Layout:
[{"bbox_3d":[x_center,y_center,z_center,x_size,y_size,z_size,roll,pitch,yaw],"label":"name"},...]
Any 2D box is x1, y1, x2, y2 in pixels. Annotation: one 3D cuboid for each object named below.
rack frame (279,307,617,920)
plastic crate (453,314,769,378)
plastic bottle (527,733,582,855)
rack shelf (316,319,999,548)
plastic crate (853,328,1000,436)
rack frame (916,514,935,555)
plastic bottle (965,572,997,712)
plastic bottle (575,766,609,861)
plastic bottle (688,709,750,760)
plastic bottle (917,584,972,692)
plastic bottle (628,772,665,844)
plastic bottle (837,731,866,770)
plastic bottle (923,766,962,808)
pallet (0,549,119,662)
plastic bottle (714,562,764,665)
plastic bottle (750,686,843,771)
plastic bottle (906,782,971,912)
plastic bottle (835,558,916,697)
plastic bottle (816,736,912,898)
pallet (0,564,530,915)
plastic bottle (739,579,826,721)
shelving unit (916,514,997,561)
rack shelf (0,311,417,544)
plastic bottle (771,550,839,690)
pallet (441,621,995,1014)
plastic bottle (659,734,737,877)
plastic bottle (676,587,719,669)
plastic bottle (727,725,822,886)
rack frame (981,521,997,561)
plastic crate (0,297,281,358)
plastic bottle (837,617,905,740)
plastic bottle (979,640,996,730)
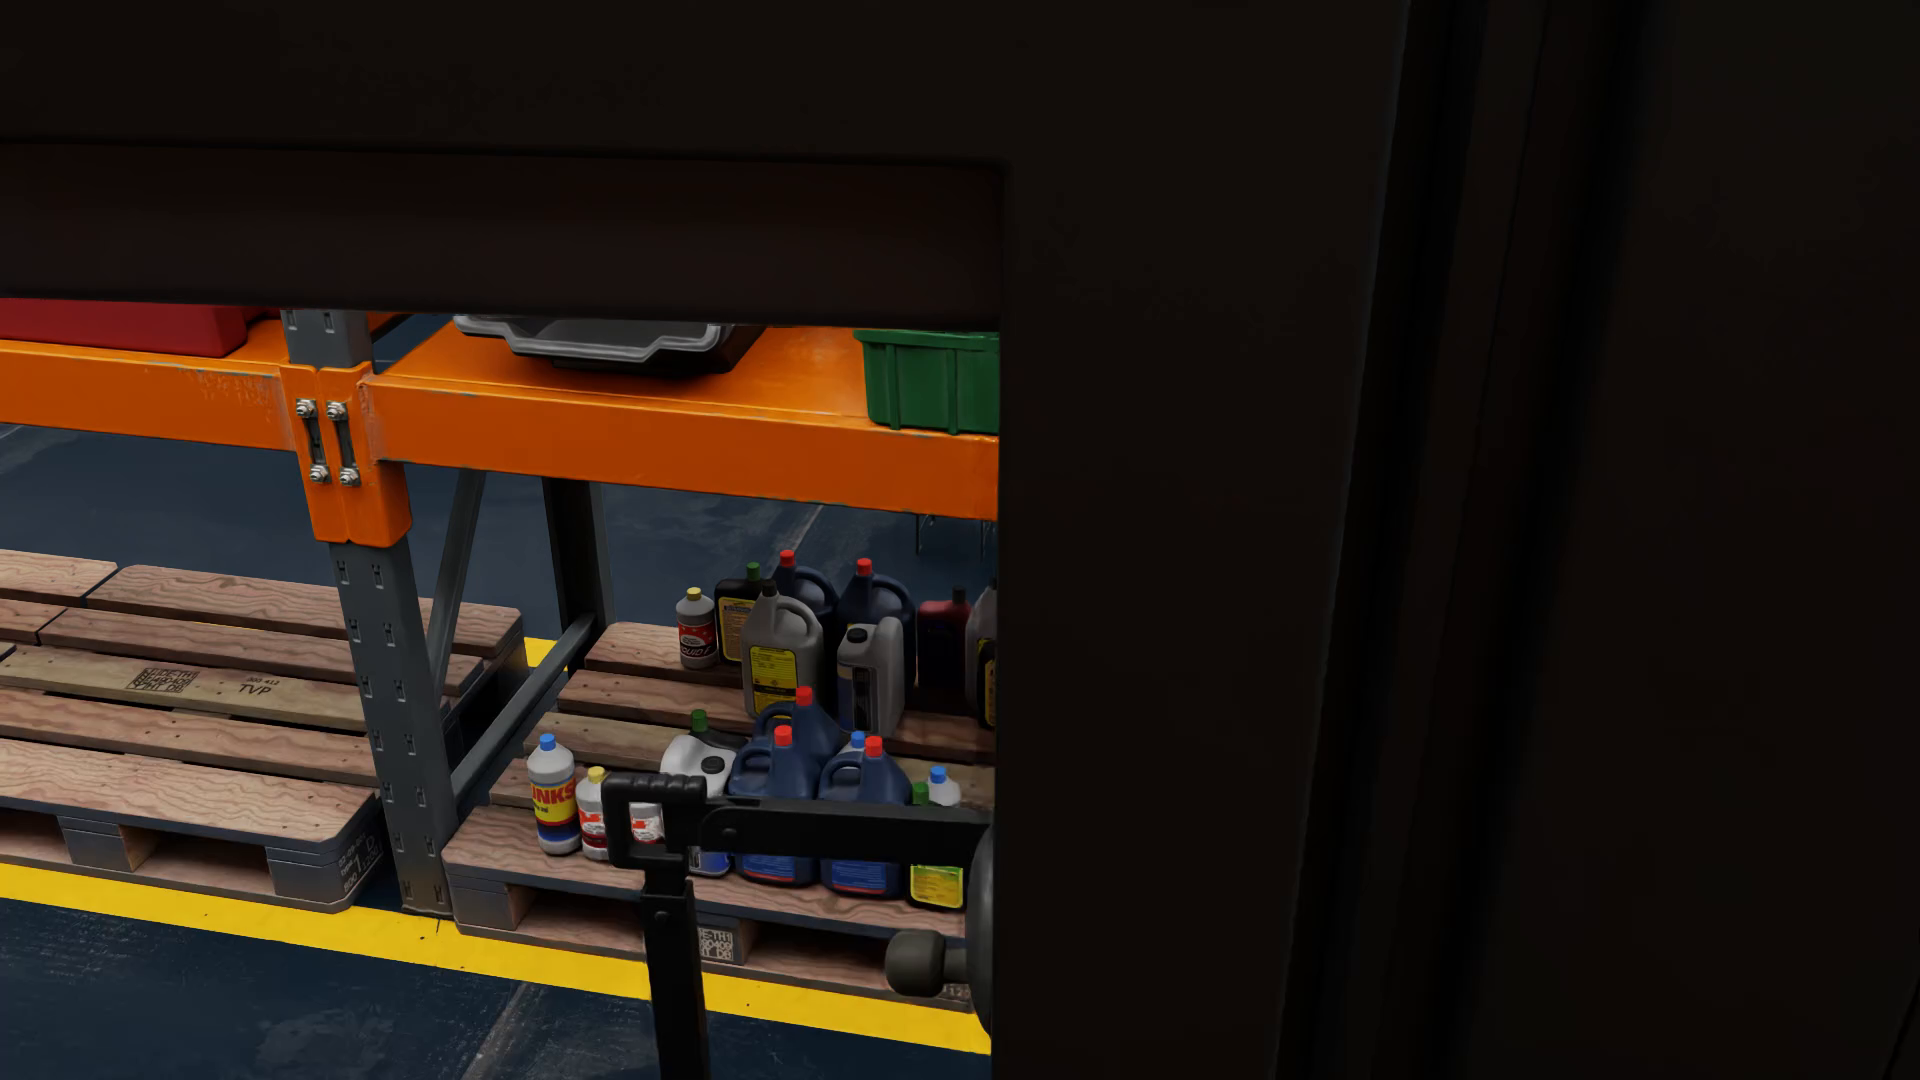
[{"bbox_3d":[-1.083,-0.710,3.423,0.127,3.000,1.000,6,29,11],"label":"rack frame"},{"bbox_3d":[-0.598,-0.571,3.233,0.504,0.338,0.767,6,29,11],"label":"plastic crate"},{"bbox_3d":[-0.863,0.532,3.538,0.097,0.271,0.097,0,29,0],"label":"plastic bottle"},{"bbox_3d":[0.873,-0.194,3.230,4.000,0.370,1.077,6,29,11],"label":"rack shelf"},{"bbox_3d":[0.186,-0.348,2.983,0.662,0.188,0.450,6,29,11],"label":"plastic crate"},{"bbox_3d":[-0.107,-0.406,5.054,0.006,0.900,0.240,6,29,11],"label":"rack frame"},{"bbox_3d":[0.110,0.240,3.989,0.185,0.351,0.144,6,29,10],"label":"plastic bottle"},{"bbox_3d":[-0.764,0.572,3.537,0.097,0.201,0.097,0,29,0],"label":"plastic bottle"},{"bbox_3d":[-0.519,0.496,3.591,0.133,0.283,0.061,6,29,11],"label":"plastic bottle"},{"bbox_3d":[-0.037,0.234,4.070,0.133,0.283,0.061,8,30,14],"label":"plastic bottle"},{"bbox_3d":[-0.664,0.583,3.518,0.097,0.201,0.097,0,29,0],"label":"plastic bottle"},{"bbox_3d":[-0.213,0.527,3.546,0.097,0.271,0.097,0,29,0],"label":"plastic bottle"},{"bbox_3d":[-0.044,0.586,3.440,0.097,0.271,0.097,0,29,0],"label":"plastic bottle"},{"bbox_3d":[-3.056,0.331,4.425,1.213,0.211,1.003,6,29,11],"label":"pallet"},{"bbox_3d":[-0.544,0.182,4.165,0.133,0.283,0.061,7,30,13],"label":"plastic bottle"},{"bbox_3d":[-0.350,0.467,3.574,0.185,0.351,0.144,6,29,11],"label":"plastic bottle"},{"bbox_3d":[-0.043,0.619,3.366,0.133,0.283,0.061,7,30,13],"label":"plastic bottle"},{"bbox_3d":[-0.205,0.207,4.048,0.185,0.351,0.144,4,29,8],"label":"plastic bottle"},{"bbox_3d":[-0.196,0.554,3.415,0.185,0.351,0.144,5,29,8],"label":"plastic bottle"},{"bbox_3d":[-1.859,0.453,4.203,1.213,0.211,1.003,6,29,11],"label":"pallet"},{"bbox_3d":[-0.423,0.256,3.959,0.185,0.351,0.144,6,29,11],"label":"plastic bottle"},{"bbox_3d":[-0.008,-0.396,5.035,0.210,0.900,0.258,6,29,11],"label":"shelving unit"},{"bbox_3d":[-3.039,-0.595,3.962,4.000,0.370,1.077,6,29,11],"label":"rack shelf"},{"bbox_3d":[-0.393,0.188,4.083,0.185,0.351,0.144,5,29,9],"label":"plastic bottle"},{"bbox_3d":[-0.435,0.600,3.934,1.213,0.211,1.003,6,29,11],"label":"pallet"},{"bbox_3d":[-0.541,0.549,3.502,0.135,0.276,0.152,7,29,12],"label":"plastic bottle"},{"bbox_3d":[-0.663,0.215,4.190,0.097,0.201,0.097,0,29,0],"label":"plastic bottle"},{"bbox_3d":[-0.380,0.535,3.450,0.185,0.351,0.144,7,29,12],"label":"plastic bottle"},{"bbox_3d":[0.091,-0.385,5.017,0.006,0.900,0.240,6,29,11],"label":"rack frame"},{"bbox_3d":[-1.621,-0.643,3.234,0.583,0.464,0.402,6,29,11],"label":"plastic crate"},{"bbox_3d":[-0.212,0.312,3.934,0.135,0.276,0.152,6,29,11],"label":"plastic bottle"},{"bbox_3d":[0.114,0.320,3.912,0.133,0.283,0.061,6,29,11],"label":"plastic bottle"}]
